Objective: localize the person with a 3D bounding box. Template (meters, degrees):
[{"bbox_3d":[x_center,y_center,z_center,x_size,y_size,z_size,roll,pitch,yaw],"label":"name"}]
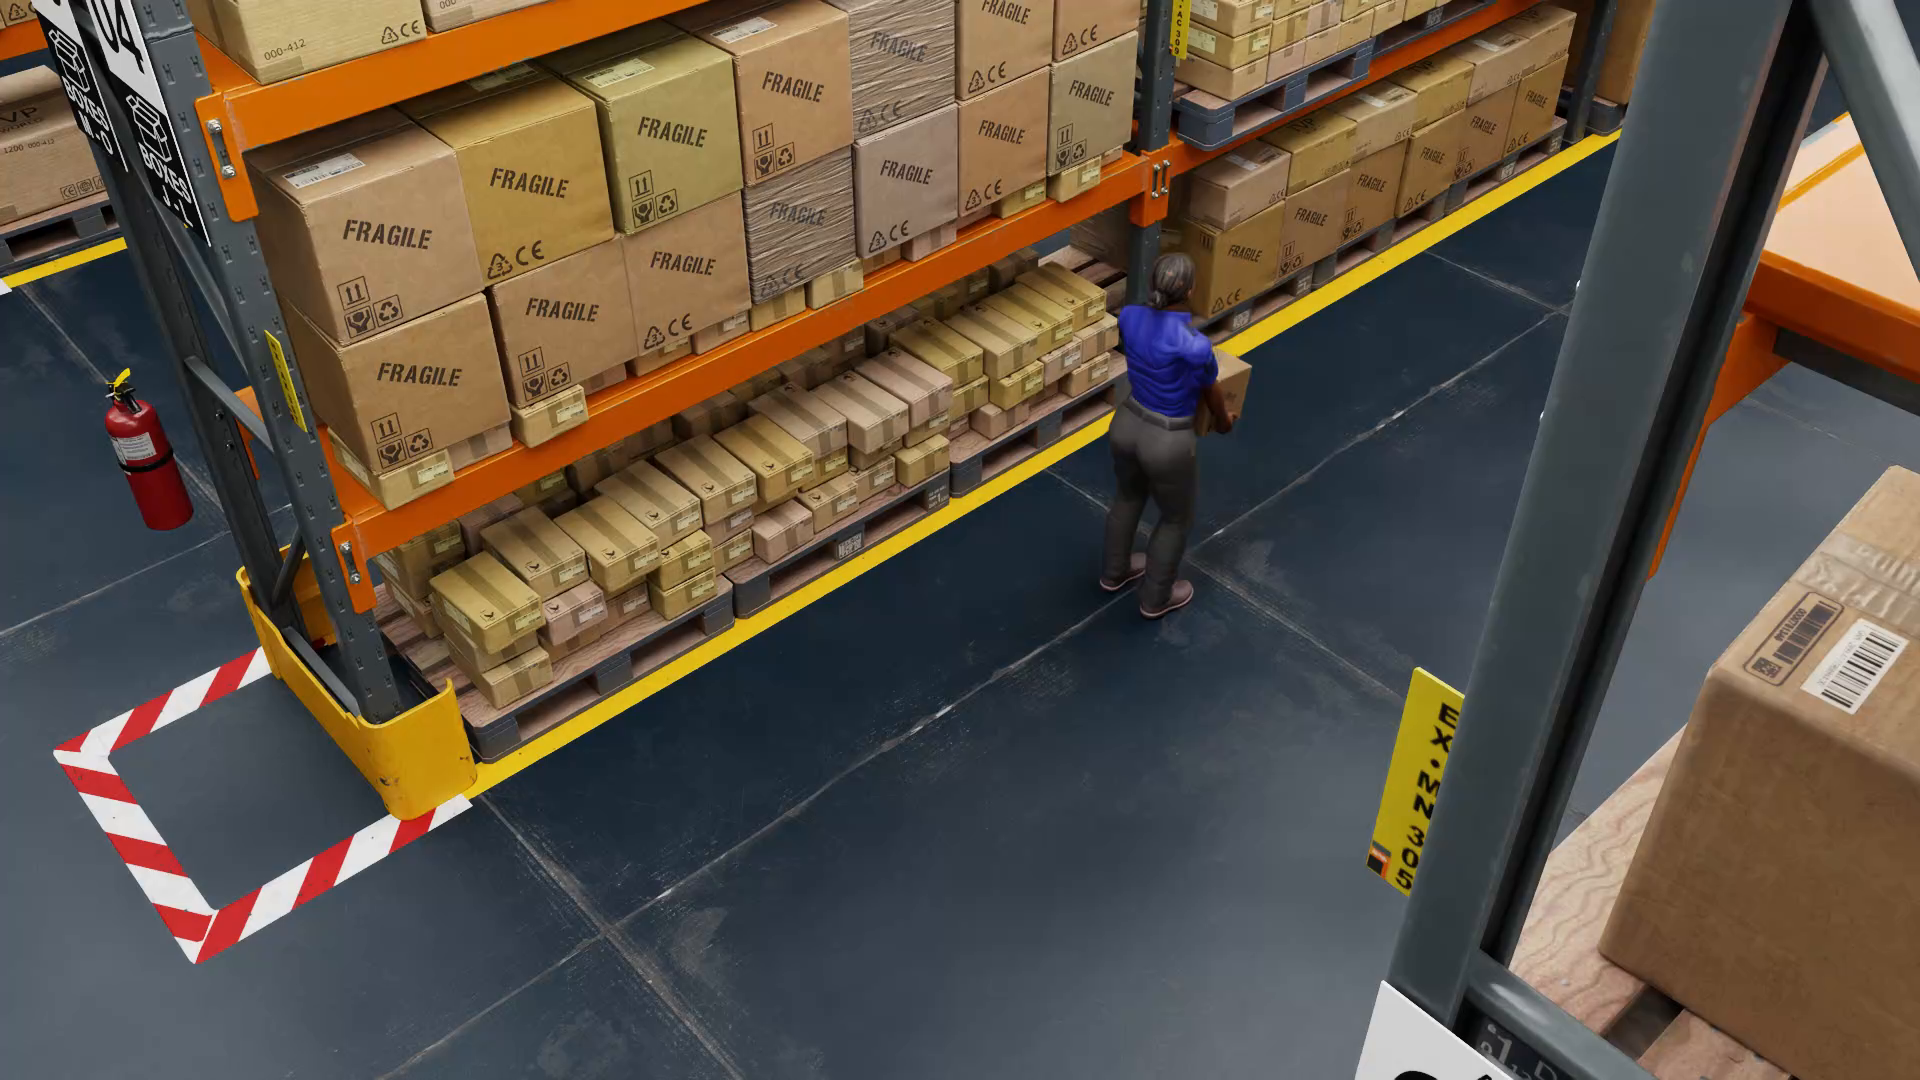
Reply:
[{"bbox_3d":[0.842,-0.449,6.704,0.516,1.655,0.413,-32,50,-32],"label":"person"}]
